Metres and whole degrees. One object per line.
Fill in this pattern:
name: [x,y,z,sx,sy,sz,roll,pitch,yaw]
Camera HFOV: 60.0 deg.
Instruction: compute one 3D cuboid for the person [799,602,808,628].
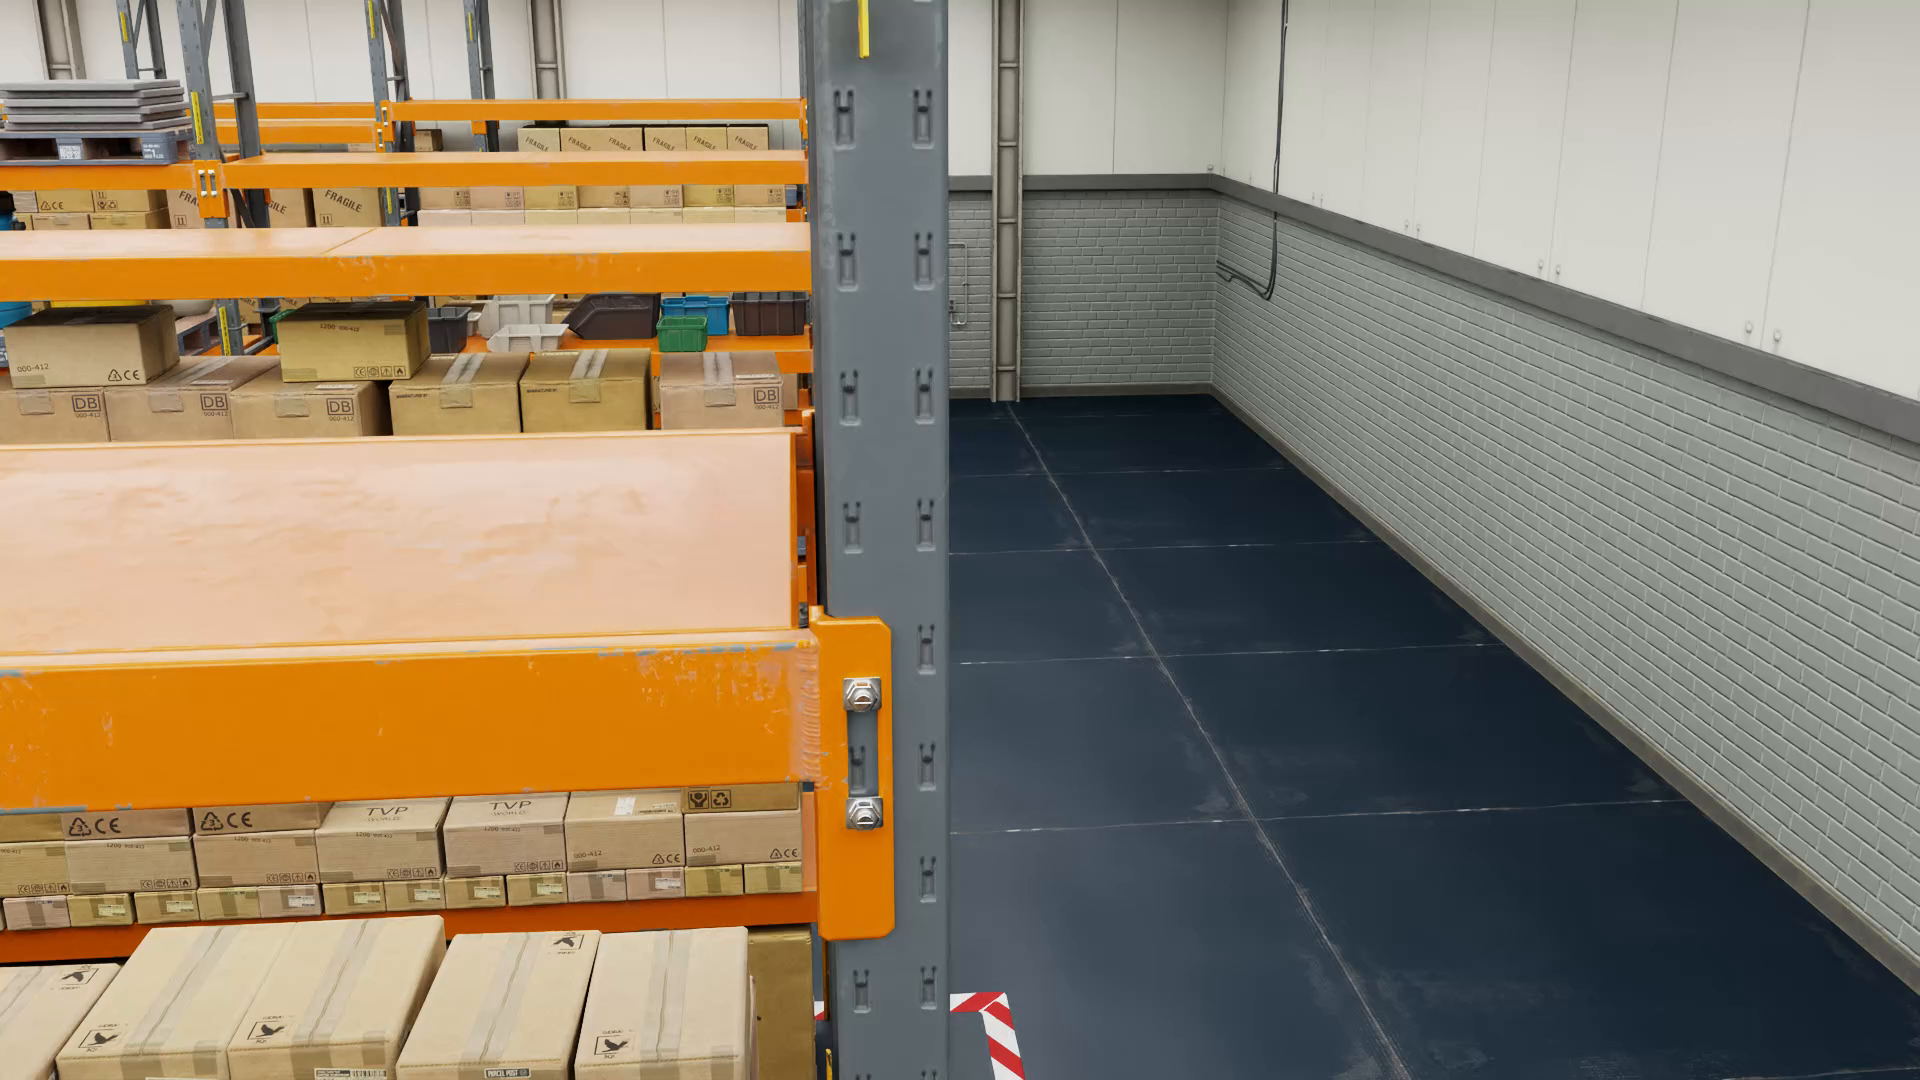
person: [-1.378,-0.065,14.310,0.428,1.643,0.483,-1,17,-4]
